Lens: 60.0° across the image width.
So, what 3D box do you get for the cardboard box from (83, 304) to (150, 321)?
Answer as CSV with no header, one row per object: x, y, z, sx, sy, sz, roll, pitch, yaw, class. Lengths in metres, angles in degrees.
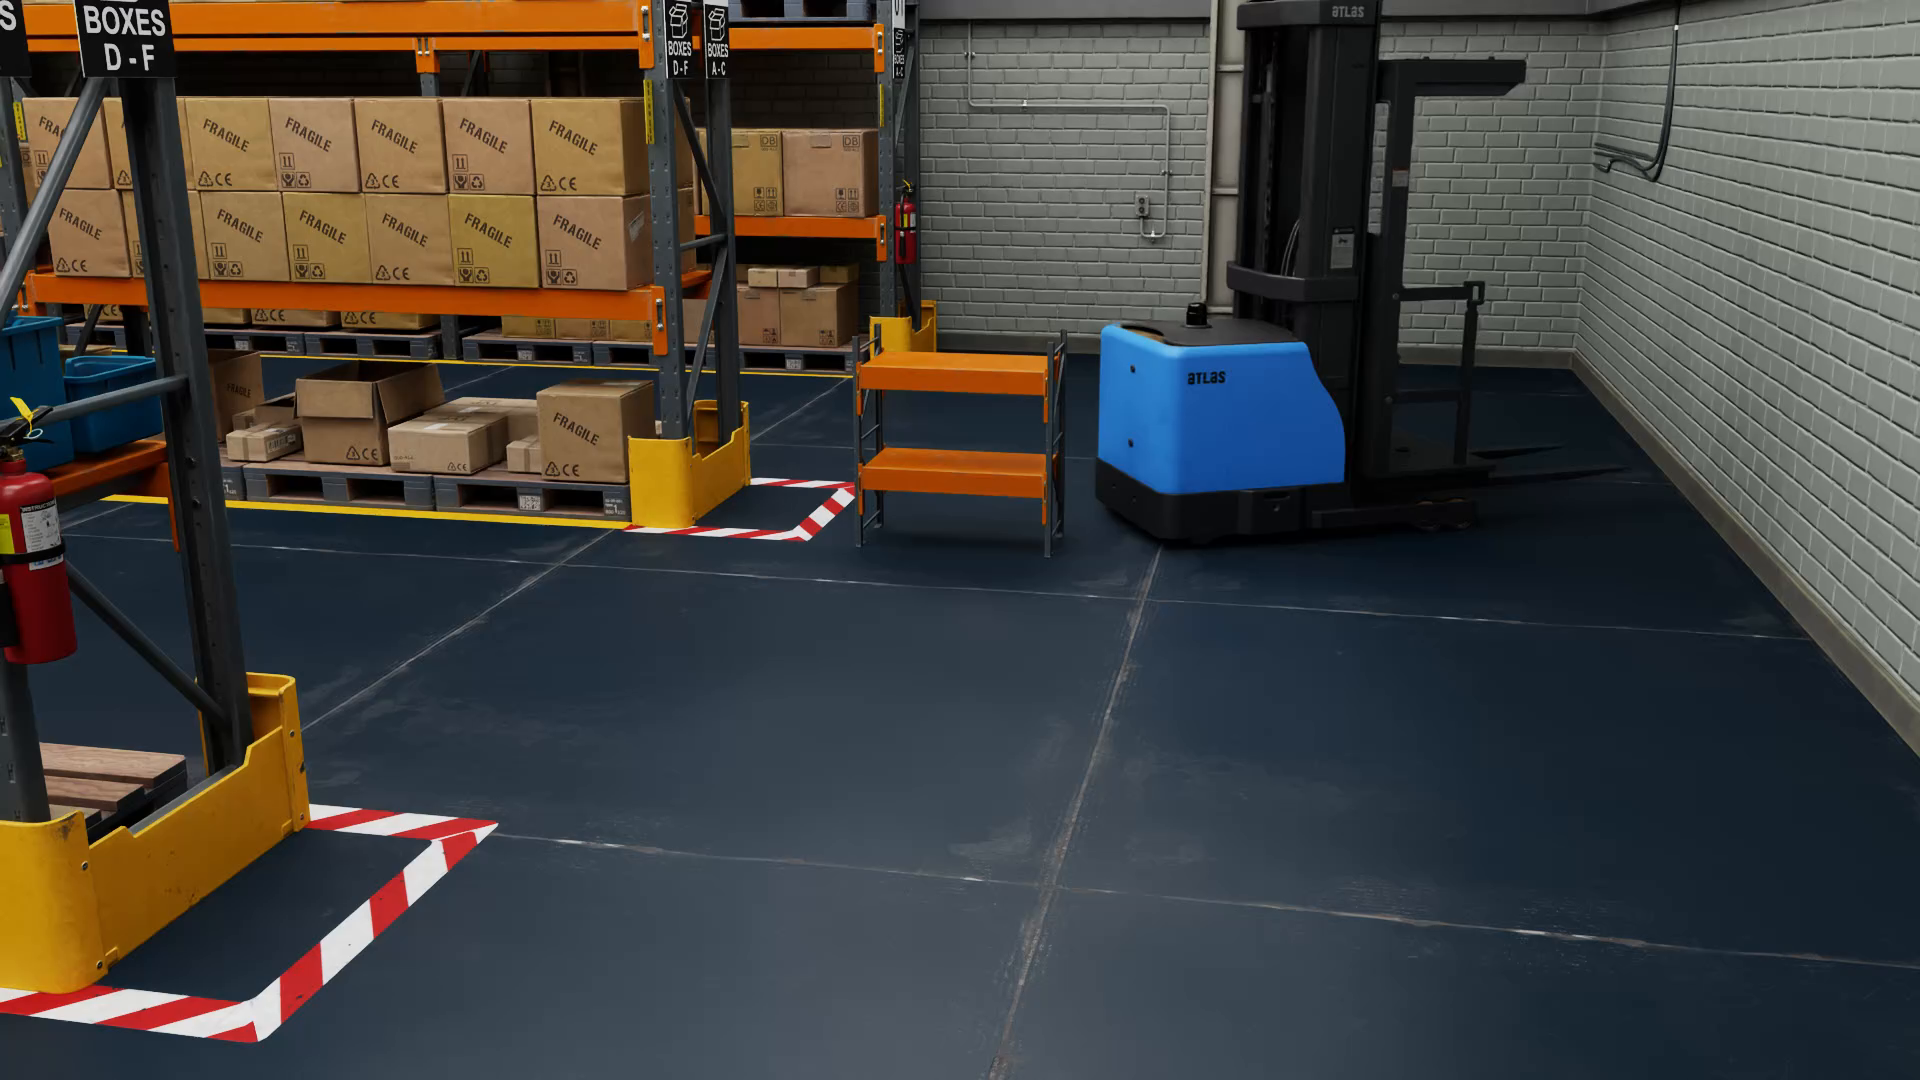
-7.649,-2.476,15.552,0.750,0.750,0.750,3,16,10,cardboard box

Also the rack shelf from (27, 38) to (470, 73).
-6.384,-4.376,14.898,4.000,0.370,1.077,3,16,11,rack shelf

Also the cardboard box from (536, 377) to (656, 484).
-2.069,-0.633,9.518,0.500,0.500,0.500,3,16,11,cardboard box

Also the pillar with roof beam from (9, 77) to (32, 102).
-10.303,-5.444,11.787,0.400,9.000,9.100,3,16,11,pillar with roof beam

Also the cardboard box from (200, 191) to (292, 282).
-3.970,-1.770,9.577,0.500,0.500,0.500,3,16,11,cardboard box

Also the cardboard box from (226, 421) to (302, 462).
-4.189,-0.599,10.017,0.250,0.166,0.380,3,16,11,cardboard box

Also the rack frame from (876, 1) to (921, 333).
-0.504,-2.958,14.050,0.127,3.000,1.000,3,16,11,rack frame

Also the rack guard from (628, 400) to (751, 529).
-1.562,-0.461,9.719,0.348,0.500,1.175,3,16,11,rack guard

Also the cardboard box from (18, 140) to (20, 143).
-8.806,-3.666,15.595,0.500,0.500,0.700,1,16,5,cardboard box

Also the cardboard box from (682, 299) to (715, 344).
-2.193,-2.020,14.560,0.500,0.500,0.700,3,16,9,cardboard box

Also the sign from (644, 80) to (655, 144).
-1.618,-2.228,8.654,0.005,0.325,0.100,3,16,11,sign

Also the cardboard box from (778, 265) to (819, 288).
-1.372,-2.238,14.134,0.250,0.149,0.380,3,16,10,cardboard box

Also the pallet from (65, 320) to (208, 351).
-7.586,-1.978,15.736,1.213,0.211,1.003,3,16,11,pallet

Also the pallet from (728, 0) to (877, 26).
-1.233,-4.397,13.794,1.213,0.211,1.003,3,16,11,pallet

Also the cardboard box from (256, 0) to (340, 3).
-3.511,-3.077,9.142,0.500,0.250,0.500,3,16,11,cardboard box

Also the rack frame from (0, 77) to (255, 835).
-2.478,-0.366,4.694,0.127,3.000,1.000,3,16,11,rack frame

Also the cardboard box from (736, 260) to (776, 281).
-1.789,-2.365,14.591,0.250,0.149,0.380,3,16,12,cardboard box

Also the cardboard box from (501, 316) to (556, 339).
-3.711,-2.102,14.855,0.500,0.500,0.700,3,16,12,cardboard box

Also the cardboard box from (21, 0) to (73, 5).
-4.980,-3.157,9.432,0.500,0.250,0.500,3,16,11,cardboard box

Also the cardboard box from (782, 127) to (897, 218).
-1.006,-3.127,14.099,0.700,0.700,0.980,4,16,14,cardboard box

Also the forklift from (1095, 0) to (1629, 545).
2.354,-1.590,9.242,3.031,2.935,1.130,-5,16,-16,forklift

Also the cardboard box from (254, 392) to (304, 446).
-4.057,-0.795,10.454,0.500,0.311,0.500,3,16,11,cardboard box

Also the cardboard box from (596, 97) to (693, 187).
-1.870,-2.284,9.559,0.500,0.500,0.500,4,16,13,cardboard box

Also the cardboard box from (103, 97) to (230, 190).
-4.496,-2.278,9.538,0.500,0.500,0.500,3,16,9,cardboard box

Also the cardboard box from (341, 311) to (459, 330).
-5.087,-2.337,15.051,0.750,0.750,0.750,3,16,12,cardboard box

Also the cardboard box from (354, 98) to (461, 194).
-2.983,-2.196,9.242,0.500,0.500,0.500,4,16,13,cardboard box

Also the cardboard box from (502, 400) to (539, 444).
-2.454,-0.678,10.148,0.500,0.250,0.500,3,16,11,cardboard box

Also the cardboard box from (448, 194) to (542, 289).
-2.490,-1.689,9.283,0.500,0.500,0.500,3,16,12,cardboard box

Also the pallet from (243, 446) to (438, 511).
-3.535,-0.429,10.147,1.213,0.211,1.003,3,16,11,pallet

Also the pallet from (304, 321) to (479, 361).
-5.195,-1.848,15.267,1.213,0.211,1.003,3,16,11,pallet

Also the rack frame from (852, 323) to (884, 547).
-0.492,-0.569,8.938,0.032,1.125,0.500,3,16,11,rack frame

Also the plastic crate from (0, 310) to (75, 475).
-2.844,-0.381,4.569,0.499,0.435,0.616,3,16,11,plastic crate

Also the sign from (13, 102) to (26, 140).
-8.442,-3.761,14.928,0.005,0.325,0.100,3,16,11,sign

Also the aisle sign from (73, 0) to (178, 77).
-2.349,-1.693,4.614,0.004,0.787,0.394,3,16,11,aisle sign

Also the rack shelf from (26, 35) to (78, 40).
-7.367,-3.080,10.219,4.000,0.370,1.077,3,16,11,rack shelf

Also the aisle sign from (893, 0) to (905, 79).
-0.493,-4.128,13.406,0.004,0.787,0.394,3,16,11,aisle sign

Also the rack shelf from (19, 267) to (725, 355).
-3.447,-1.421,9.851,4.000,0.370,1.077,3,16,11,rack shelf

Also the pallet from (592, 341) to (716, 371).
-2.495,-1.701,14.738,1.213,0.211,1.003,3,16,11,pallet

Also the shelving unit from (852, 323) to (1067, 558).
0.007,-0.542,8.841,1.048,1.125,0.538,3,16,11,shelving unit
